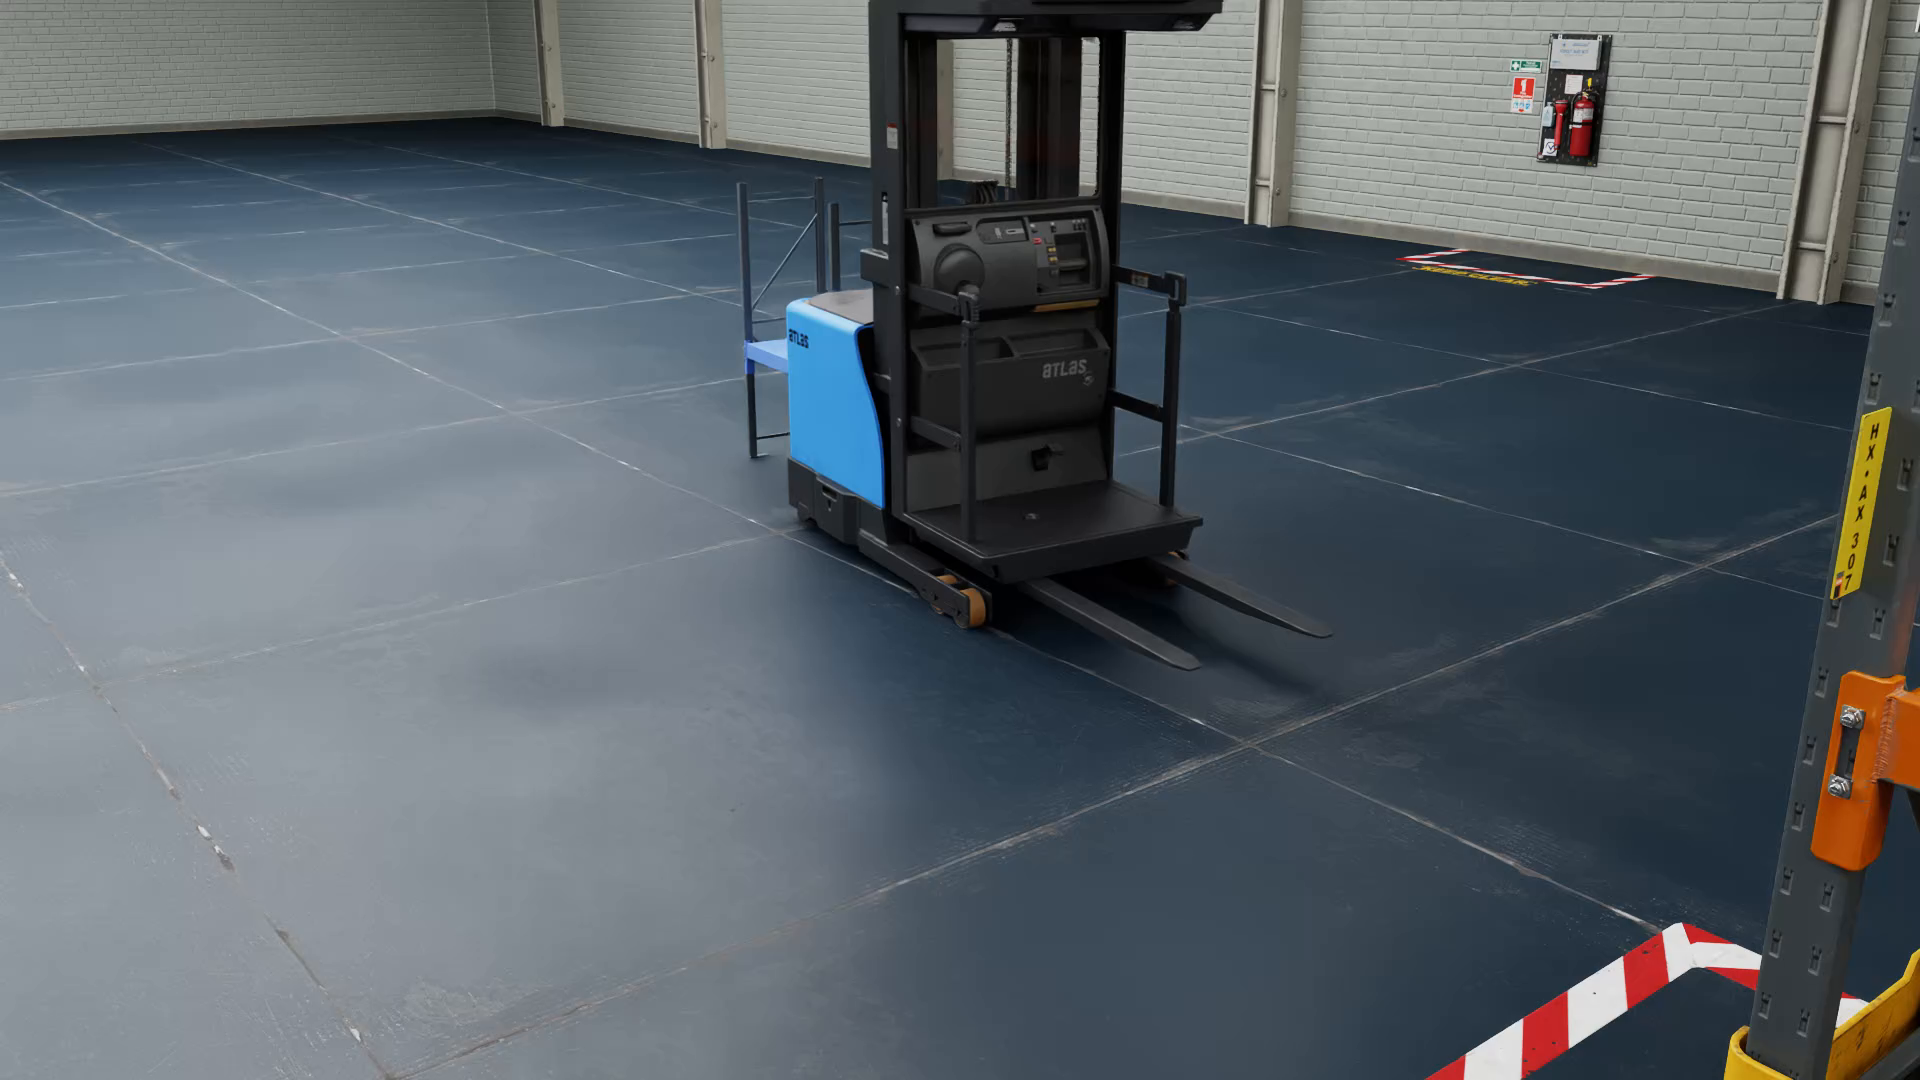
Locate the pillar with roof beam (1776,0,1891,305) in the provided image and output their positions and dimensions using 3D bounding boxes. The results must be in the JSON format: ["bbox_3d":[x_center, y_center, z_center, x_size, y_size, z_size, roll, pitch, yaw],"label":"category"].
[{"bbox_3d":[3.748,-5.452,10.011,9.100,9.000,0.400,-14,23,-36],"label":"pillar with roof beam"}]

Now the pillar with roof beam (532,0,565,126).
[{"bbox_3d":[-11.153,-11.366,27.871,9.100,9.000,0.400,-14,23,-36],"label":"pillar with roof beam"}]

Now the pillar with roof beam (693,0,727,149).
[{"bbox_3d":[-7.428,-9.887,23.406,9.100,9.000,0.400,-14,23,-36],"label":"pillar with roof beam"}]

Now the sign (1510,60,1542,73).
[{"bbox_3d":[5.352,-4.483,15.728,0.001,0.109,0.331,-14,23,-36],"label":"sign"}]

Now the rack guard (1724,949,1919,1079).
[{"bbox_3d":[2.053,1.160,3.563,1.175,0.500,0.348,-14,23,-36],"label":"rack guard"}]

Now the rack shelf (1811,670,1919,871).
[{"bbox_3d":[3.211,0.799,1.823,1.077,0.370,4.000,-14,23,-36],"label":"rack shelf"}]

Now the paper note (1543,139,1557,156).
[{"bbox_3d":[5.562,-3.699,15.664,0.016,0.148,0.142,-14,23,-36],"label":"paper note"}]

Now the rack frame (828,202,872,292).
[{"bbox_3d":[-0.415,-0.942,8.320,0.500,1.500,0.032,-11,21,-31],"label":"rack frame"}]

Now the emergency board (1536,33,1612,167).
[{"bbox_3d":[5.618,-4.060,15.353,0.194,1.169,0.643,-14,23,-36],"label":"emergency board"}]

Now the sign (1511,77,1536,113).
[{"bbox_3d":[5.356,-4.234,15.820,0.001,0.329,0.234,-14,23,-36],"label":"sign"}]

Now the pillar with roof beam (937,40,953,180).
[{"bbox_3d":[-3.703,-8.409,18.941,9.100,9.000,0.400,-14,23,-36],"label":"pillar with roof beam"}]

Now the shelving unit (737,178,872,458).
[{"bbox_3d":[-0.688,-1.077,8.728,0.538,1.500,1.048,-11,21,-31],"label":"shelving unit"}]

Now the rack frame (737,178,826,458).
[{"bbox_3d":[-0.960,-1.211,9.135,0.500,1.500,0.032,-11,21,-31],"label":"rack frame"}]

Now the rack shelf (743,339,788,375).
[{"bbox_3d":[-0.688,-0.906,8.784,0.538,0.185,1.000,-11,21,-31],"label":"rack shelf"}]

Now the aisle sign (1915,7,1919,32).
[{"bbox_3d":[1.695,-1.230,2.671,0.394,0.787,0.004,-14,23,-36],"label":"aisle sign"}]

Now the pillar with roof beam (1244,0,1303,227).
[{"bbox_3d":[0.023,-6.930,14.476,9.100,9.000,0.400,-14,23,-36],"label":"pillar with roof beam"}]

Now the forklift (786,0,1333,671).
[{"bbox_3d":[0.328,-1.193,6.802,1.130,2.935,3.031,-10,21,-28],"label":"forklift"}]

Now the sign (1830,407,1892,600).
[{"bbox_3d":[1.535,-0.061,2.834,0.100,0.325,0.005,-14,23,-36],"label":"sign"}]
